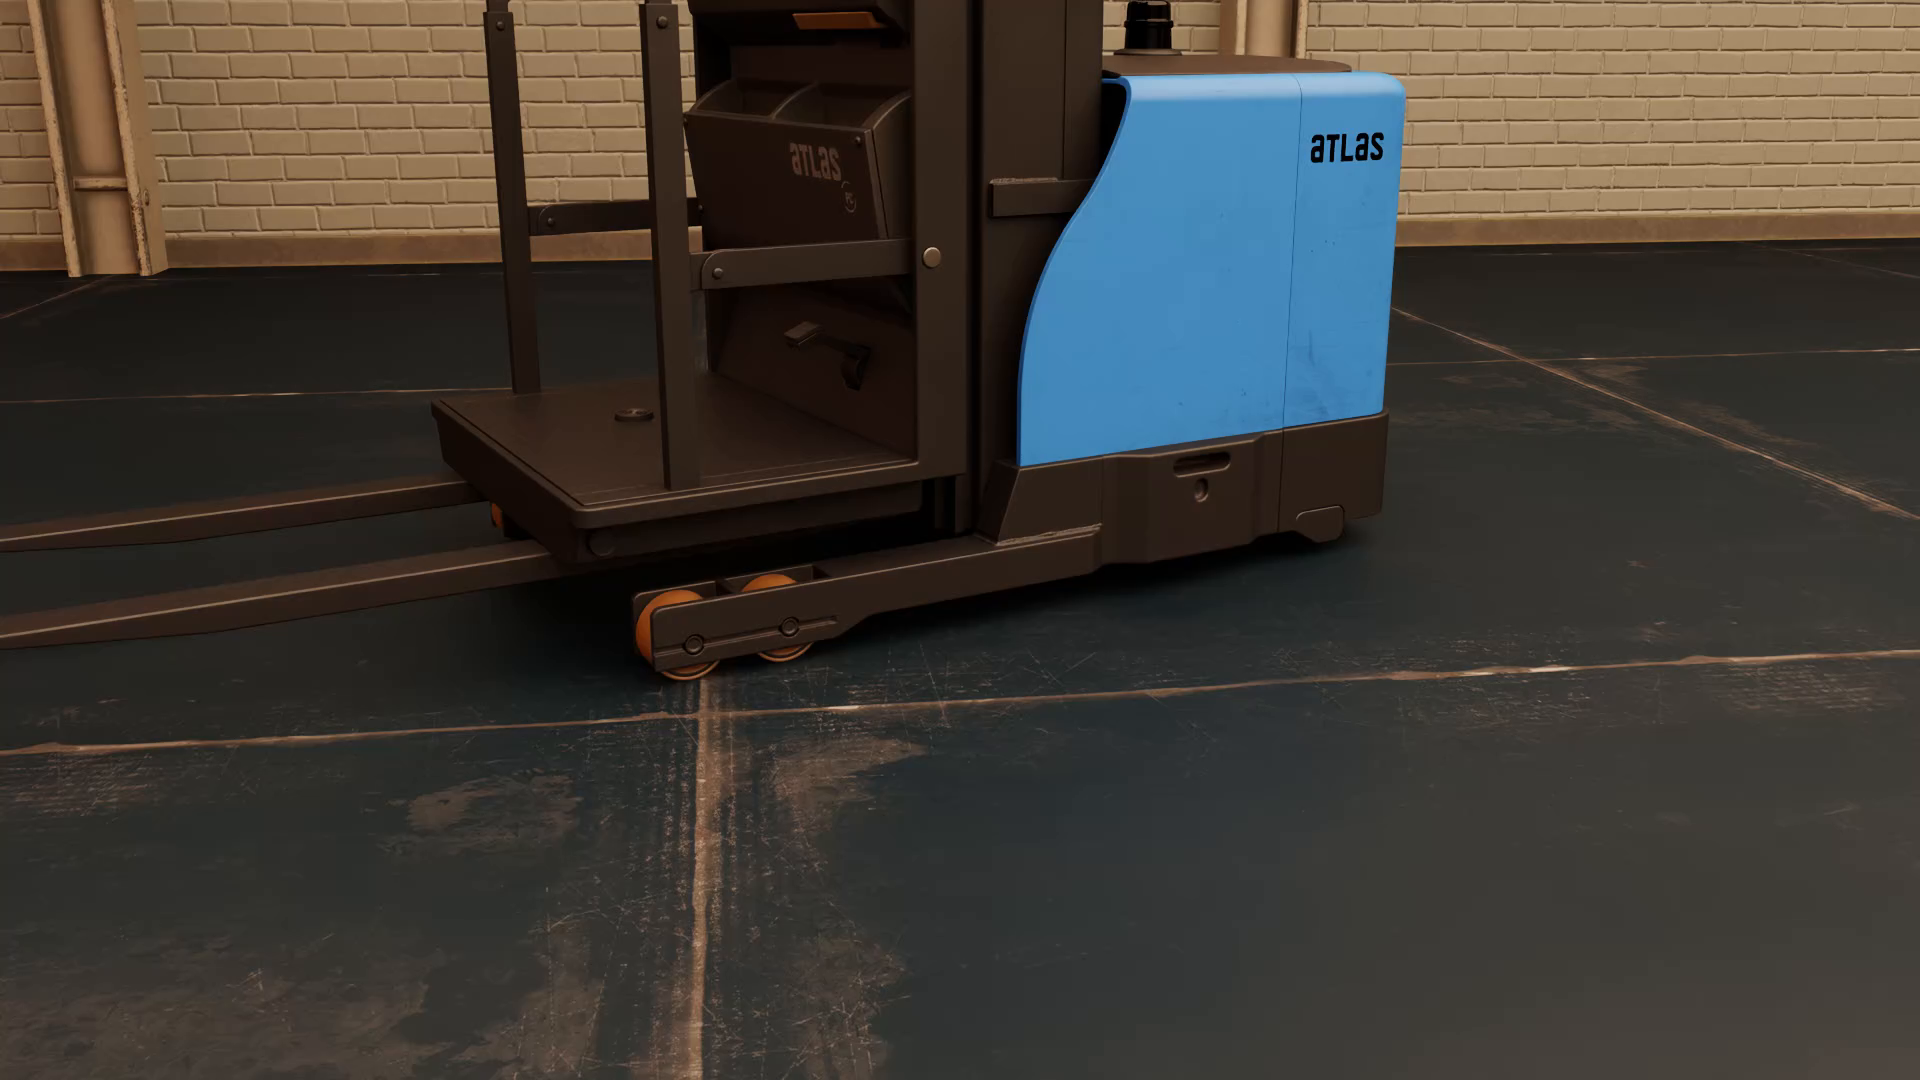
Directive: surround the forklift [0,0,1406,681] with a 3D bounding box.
[{"bbox_3d":[-0.526,-1.315,3.251,3.031,2.935,1.130,-10,19,-29],"label":"forklift"}]
